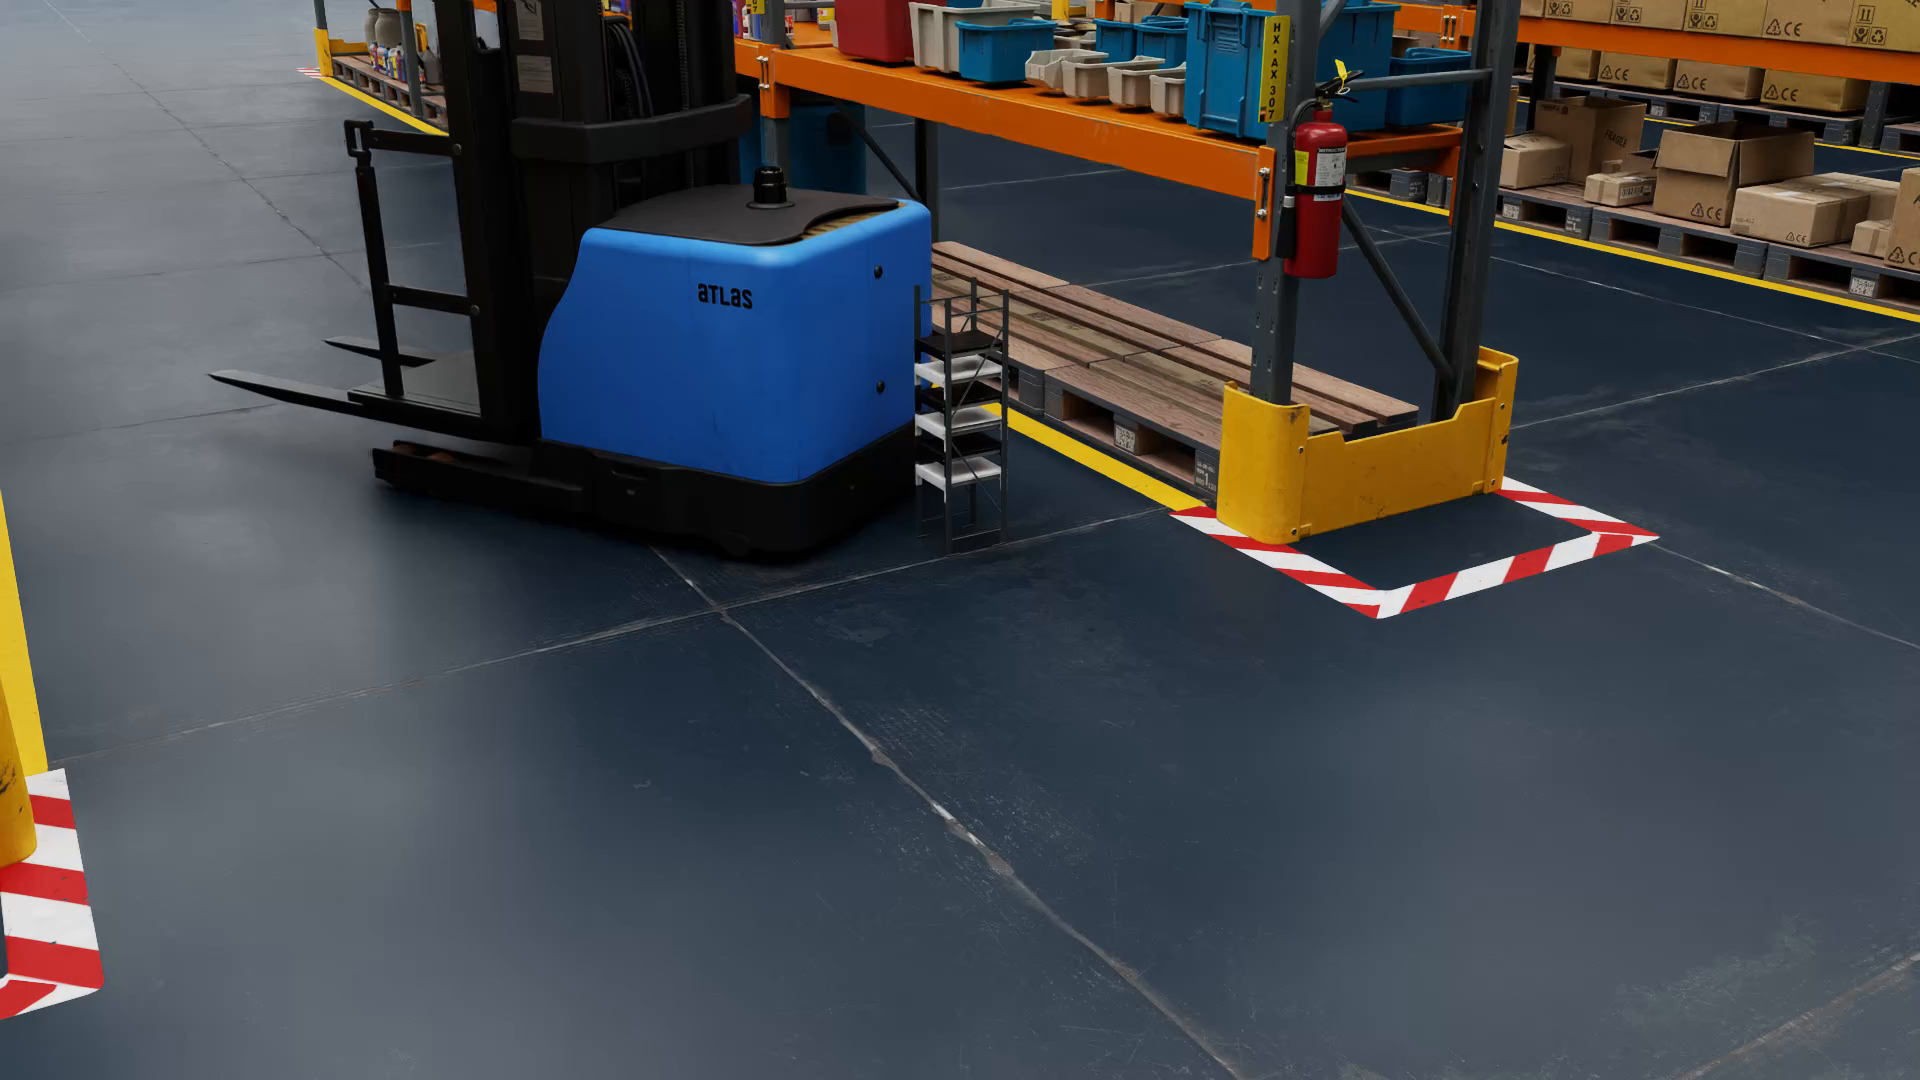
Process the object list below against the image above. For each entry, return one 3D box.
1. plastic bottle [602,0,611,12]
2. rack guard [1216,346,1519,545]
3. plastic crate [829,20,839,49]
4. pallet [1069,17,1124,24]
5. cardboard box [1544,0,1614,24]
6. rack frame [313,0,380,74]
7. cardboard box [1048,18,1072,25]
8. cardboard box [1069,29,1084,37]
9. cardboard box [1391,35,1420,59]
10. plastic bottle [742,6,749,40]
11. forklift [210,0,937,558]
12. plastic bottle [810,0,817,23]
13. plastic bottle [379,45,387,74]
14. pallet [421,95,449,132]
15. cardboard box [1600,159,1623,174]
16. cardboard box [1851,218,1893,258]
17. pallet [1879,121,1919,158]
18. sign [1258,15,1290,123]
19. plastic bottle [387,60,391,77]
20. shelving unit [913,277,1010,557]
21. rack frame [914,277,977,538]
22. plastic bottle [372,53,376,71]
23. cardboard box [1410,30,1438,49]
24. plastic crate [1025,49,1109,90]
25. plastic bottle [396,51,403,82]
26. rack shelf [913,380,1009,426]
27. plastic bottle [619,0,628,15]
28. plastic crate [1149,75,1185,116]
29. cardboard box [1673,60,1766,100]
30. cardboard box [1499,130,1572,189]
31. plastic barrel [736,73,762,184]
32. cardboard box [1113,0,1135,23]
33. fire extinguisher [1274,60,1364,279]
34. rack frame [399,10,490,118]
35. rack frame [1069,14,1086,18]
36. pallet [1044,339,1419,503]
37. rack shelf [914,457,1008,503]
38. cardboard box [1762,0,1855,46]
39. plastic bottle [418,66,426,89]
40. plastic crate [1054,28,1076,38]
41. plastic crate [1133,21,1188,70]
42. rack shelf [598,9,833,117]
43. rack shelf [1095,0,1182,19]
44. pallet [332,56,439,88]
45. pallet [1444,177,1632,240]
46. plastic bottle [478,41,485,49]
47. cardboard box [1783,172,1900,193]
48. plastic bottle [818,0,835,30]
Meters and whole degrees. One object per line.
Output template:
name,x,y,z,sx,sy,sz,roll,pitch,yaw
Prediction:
plastic bottle,-2.293,-3.593,10.822,0.061,0.283,0.133,-13,25,-28
rack guard,1.490,-0.373,6.065,1.175,0.500,0.348,-13,25,-28
plastic crate,-0.461,-2.558,8.393,0.396,0.136,0.243,-13,25,-28
pallet,2.234,-7.035,22.838,1.003,0.211,1.213,-13,25,-28
cardboard box,3.974,-3.446,10.174,0.500,0.500,0.500,-12,25,-27
rack frame,-6.706,-6.715,18.349,1.000,3.000,0.127,-13,25,-28
cardboard box,0.828,-4.984,16.439,0.500,0.311,0.500,-13,25,-29
cardboard box,0.890,-4.547,15.364,0.500,0.311,0.500,-13,26,-29
cardboard box,3.136,-3.703,12.677,0.500,0.250,0.500,-13,25,-28
plastic bottle,-1.138,-2.836,9.070,0.097,0.201,0.097,0,22,0
forklift,-1.631,-1.678,6.048,3.031,2.935,1.130,11,25,26
plastic bottle,-0.850,-3.265,10.016,0.061,0.283,0.133,-13,25,-28
plastic bottle,-5.822,-4.865,16.836,0.097,0.271,0.097,0,22,0
pallet,-4.228,-3.882,15.082,1.003,0.211,1.213,-13,25,-28
cardboard box,4.462,-2.426,10.998,0.380,0.149,0.250,-13,25,-28
cardboard box,5.108,-1.656,9.080,0.380,0.166,0.250,-13,25,-28
pallet,8.262,-3.183,13.363,1.003,0.211,1.213,-13,25,-28
sign,1.002,-1.501,5.303,0.100,0.325,0.005,-13,25,-28
plastic bottle,-5.666,-4.734,16.607,0.097,0.201,0.097,0,22,0
shelving unit,0.004,-0.414,5.636,0.258,0.900,0.210,-13,25,-28
rack frame,-0.048,-0.447,5.717,0.240,0.900,0.006,-13,25,-28
plastic bottle,-5.995,-4.942,17.120,0.097,0.201,0.097,0,22,0
cardboard box,5.322,-5.489,18.068,0.700,0.500,0.500,-13,25,-28
plastic crate,0.429,-1.945,6.884,0.298,0.136,0.250,-13,25,-28
plastic bottle,-5.457,-4.626,16.232,0.061,0.283,0.133,-11,24,-25
rack shelf,0.004,-0.467,5.614,0.258,0.077,0.200,-13,25,-28
plastic bottle,-2.125,-3.487,10.561,0.061,0.283,0.133,-13,25,-28
plastic crate,0.895,-1.671,6.209,0.396,0.136,0.243,-13,25,-28
cardboard box,7.040,-4.408,14.969,0.750,0.750,0.750,-12,25,-27
cardboard box,3.712,-2.563,11.120,0.500,0.311,0.500,-13,25,-28
plastic barrel,-1.201,-2.462,10.114,0.600,0.901,0.708,-13,25,-28
cardboard box,2.378,-7.153,22.413,0.500,0.311,0.500,-10,24,-24
fire extinguisher,1.153,-1.191,5.356,0.296,0.674,0.183,-13,25,-28
rack frame,-4.663,-5.421,15.164,1.000,3.000,0.127,-13,25,-28
rack frame,1.811,-8.621,23.038,1.000,3.000,0.127,-13,25,-28
pallet,1.079,-0.519,6.807,1.003,0.211,1.213,-13,25,-28
rack shelf,0.004,-0.217,5.716,0.258,0.077,0.200,-13,25,-28
cardboard box,4.746,-2.956,8.968,0.500,0.500,0.500,-12,25,-28
plastic bottle,-5.116,-4.385,15.749,0.097,0.201,0.097,0,22,0
plastic crate,0.226,-2.421,8.069,0.437,0.125,0.590,-13,25,-28
plastic crate,0.951,-2.056,7.028,0.416,0.233,0.300,-13,25,-28
rack shelf,-1.598,-3.145,10.521,1.077,0.370,4.000,-13,25,-28
rack shelf,0.619,-5.391,16.047,1.077,0.370,4.000,-13,25,-28
pallet,-6.216,-5.144,18.187,1.003,0.211,1.213,-13,25,-28
pallet,4.034,-2.268,11.111,1.003,0.211,1.213,-13,25,-28
plastic bottle,-4.718,-4.738,16.419,0.144,0.351,0.185,-12,25,-27
cardboard box,5.183,-1.972,9.746,0.500,0.250,0.500,-13,25,-28
plastic bottle,-0.770,-3.050,9.596,0.097,0.201,0.097,0,22,0
